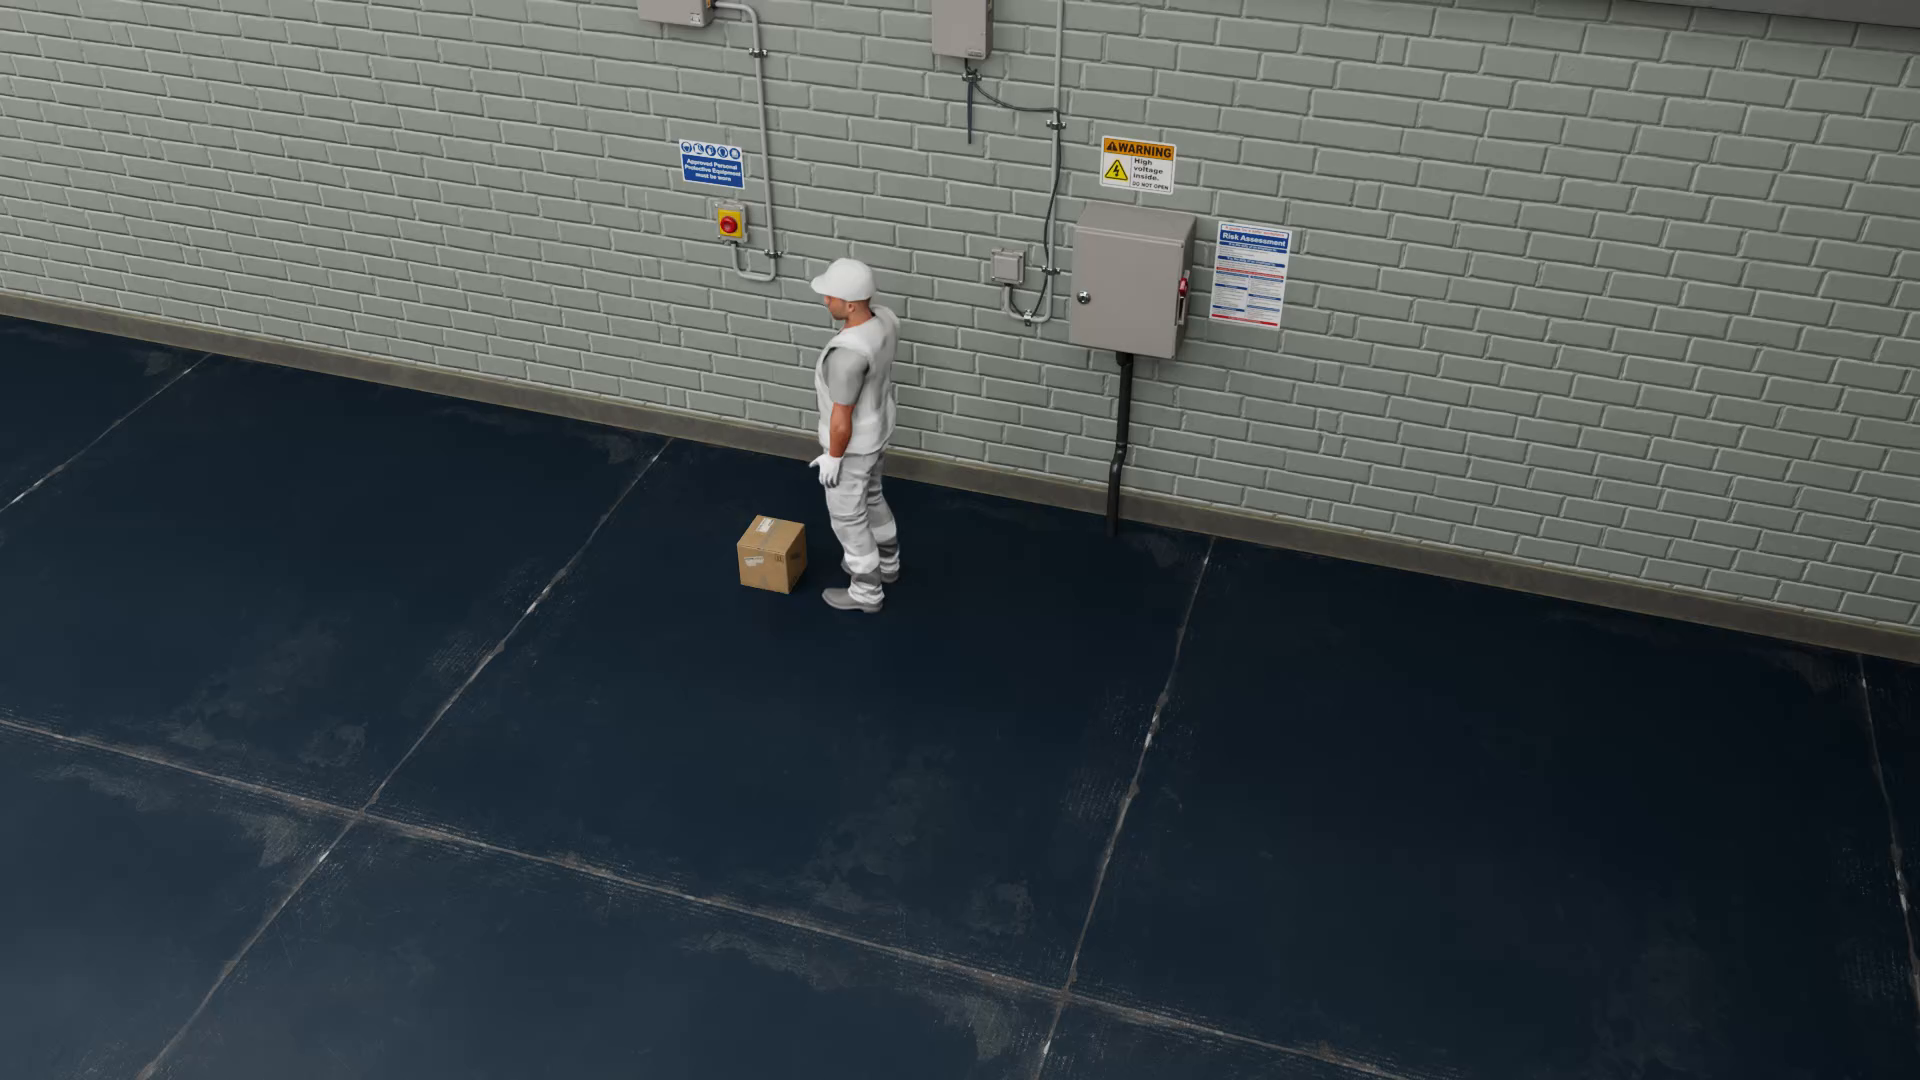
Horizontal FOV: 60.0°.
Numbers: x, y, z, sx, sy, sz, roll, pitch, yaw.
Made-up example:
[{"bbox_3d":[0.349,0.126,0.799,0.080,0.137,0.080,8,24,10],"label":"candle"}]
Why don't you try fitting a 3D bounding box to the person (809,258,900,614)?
[{"bbox_3d":[-0.469,-0.459,7.492,0.346,1.783,0.526,11,38,15],"label":"person"}]
